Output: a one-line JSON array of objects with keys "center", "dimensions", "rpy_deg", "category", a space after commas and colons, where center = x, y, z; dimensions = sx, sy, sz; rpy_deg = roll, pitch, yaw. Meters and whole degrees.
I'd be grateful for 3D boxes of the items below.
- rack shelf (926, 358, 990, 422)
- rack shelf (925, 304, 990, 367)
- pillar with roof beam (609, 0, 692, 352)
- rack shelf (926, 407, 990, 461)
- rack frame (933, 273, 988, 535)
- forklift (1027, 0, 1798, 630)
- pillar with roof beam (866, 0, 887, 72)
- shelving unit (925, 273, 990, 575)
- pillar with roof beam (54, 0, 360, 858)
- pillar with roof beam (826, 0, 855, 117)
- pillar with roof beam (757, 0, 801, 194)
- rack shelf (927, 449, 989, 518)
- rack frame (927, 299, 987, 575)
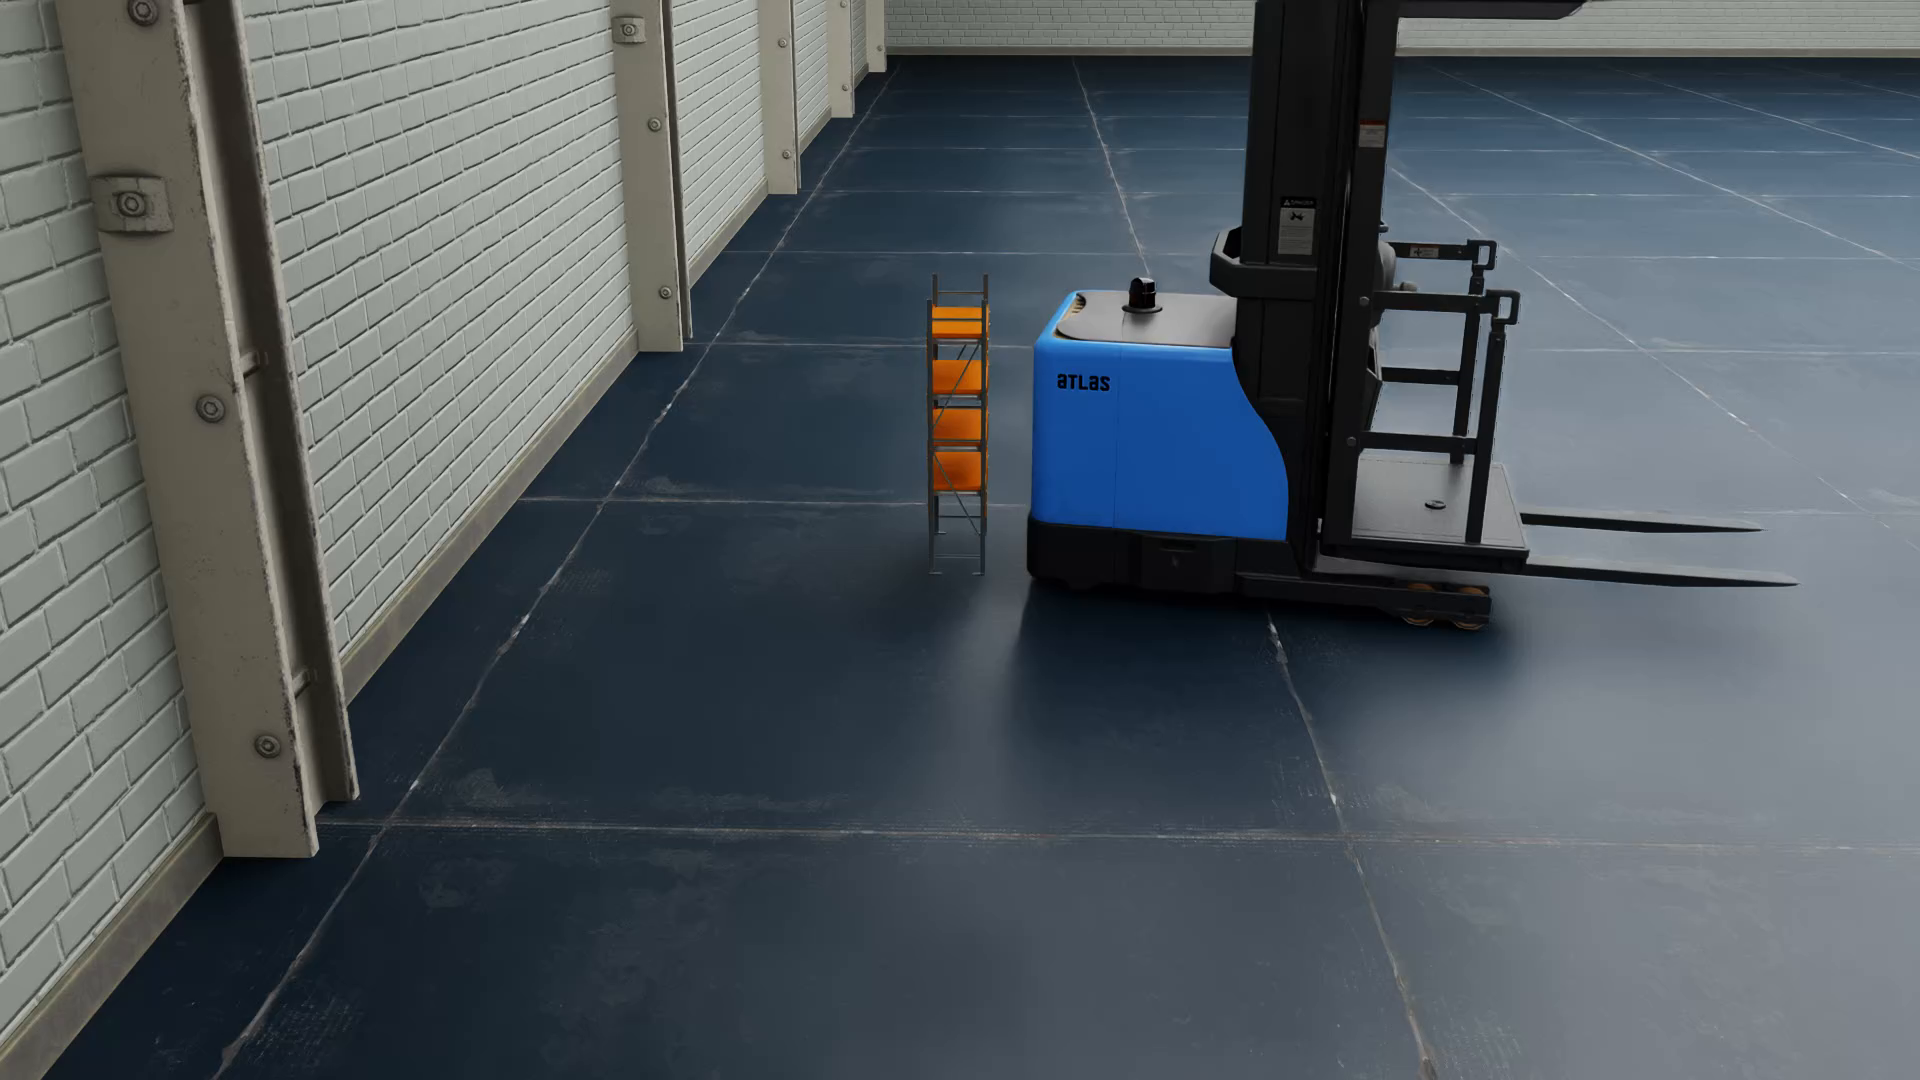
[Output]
[{"center": [-0.005, -0.645, 7.101], "dimensions": [0.258, 0.148, 0.480], "rpy_deg": [1, 21, 2], "category": "rack shelf"}, {"center": [-0.005, -0.866, 7.015], "dimensions": [0.258, 0.148, 0.480], "rpy_deg": [1, 21, 2], "category": "rack shelf"}, {"center": [2.373, -5.427, 9.076], "dimensions": [9.100, 9.000, 0.400], "rpy_deg": [1, 21, 2], "category": "pillar with roof beam"}, {"center": [-0.005, -0.437, 7.182], "dimensions": [0.258, 0.148, 0.480], "rpy_deg": [1, 21, 2], "category": "rack shelf"}, {"center": [0.002, -0.588, 7.385], "dimensions": [0.240, 1.200, 0.015], "rpy_deg": [1, 21, 2], "category": "rack frame"}, {"center": [1.853, -1.220, 6.621], "dimensions": [3.031, 2.935, 1.130], "rpy_deg": [4, 22, 11], "category": "forklift"}, {"center": [2.920, -11.935, 25.849], "dimensions": [9.100, 9.000, 0.400], "rpy_deg": [1, 21, 2], "category": "pillar with roof beam"}, {"center": [-0.005, -0.500, 7.158], "dimensions": [0.258, 1.200, 0.503], "rpy_deg": [1, 21, 2], "category": "shelving unit"}, {"center": [2.190, -3.258, 3.484], "dimensions": [9.100, 9.000, 0.400], "rpy_deg": [1, 21, 2], "category": "pillar with roof beam"}, {"center": [2.738, -9.766, 20.258], "dimensions": [9.100, 9.000, 0.400], "rpy_deg": [1, 21, 2], "category": "pillar with roof beam"}, {"center": [2.555, -7.596, 14.667], "dimensions": [9.100, 9.000, 0.400], "rpy_deg": [1, 21, 2], "category": "pillar with roof beam"}, {"center": [-0.005, -0.252, 7.254], "dimensions": [0.258, 0.148, 0.480], "rpy_deg": [1, 21, 2], "category": "rack shelf"}, {"center": [-0.012, -0.411, 6.930], "dimensions": [0.240, 1.200, 0.015], "rpy_deg": [1, 21, 2], "category": "rack frame"}]
